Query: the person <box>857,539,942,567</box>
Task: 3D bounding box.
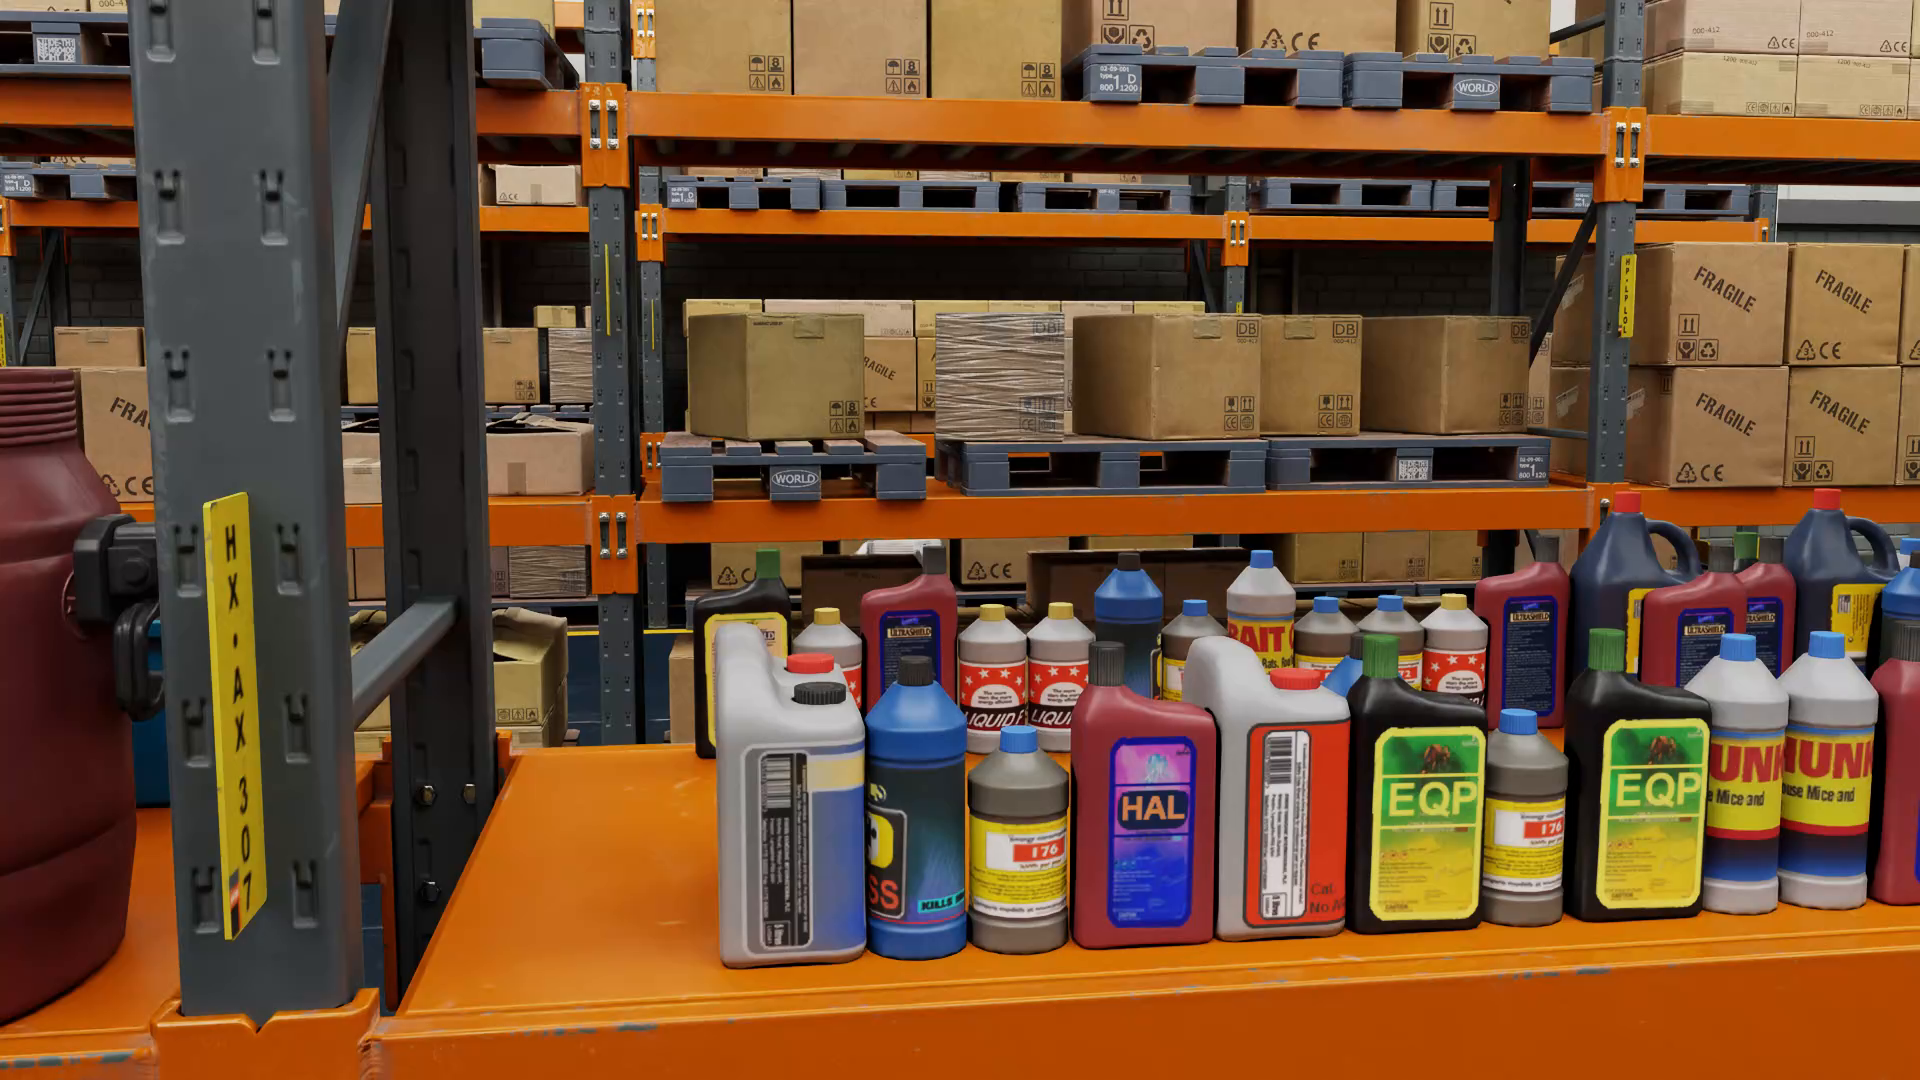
[{"bbox_3d":[-0.379,0.278,10.085,0.534,0.923,0.953,-1,7,-11],"label":"person"}]
